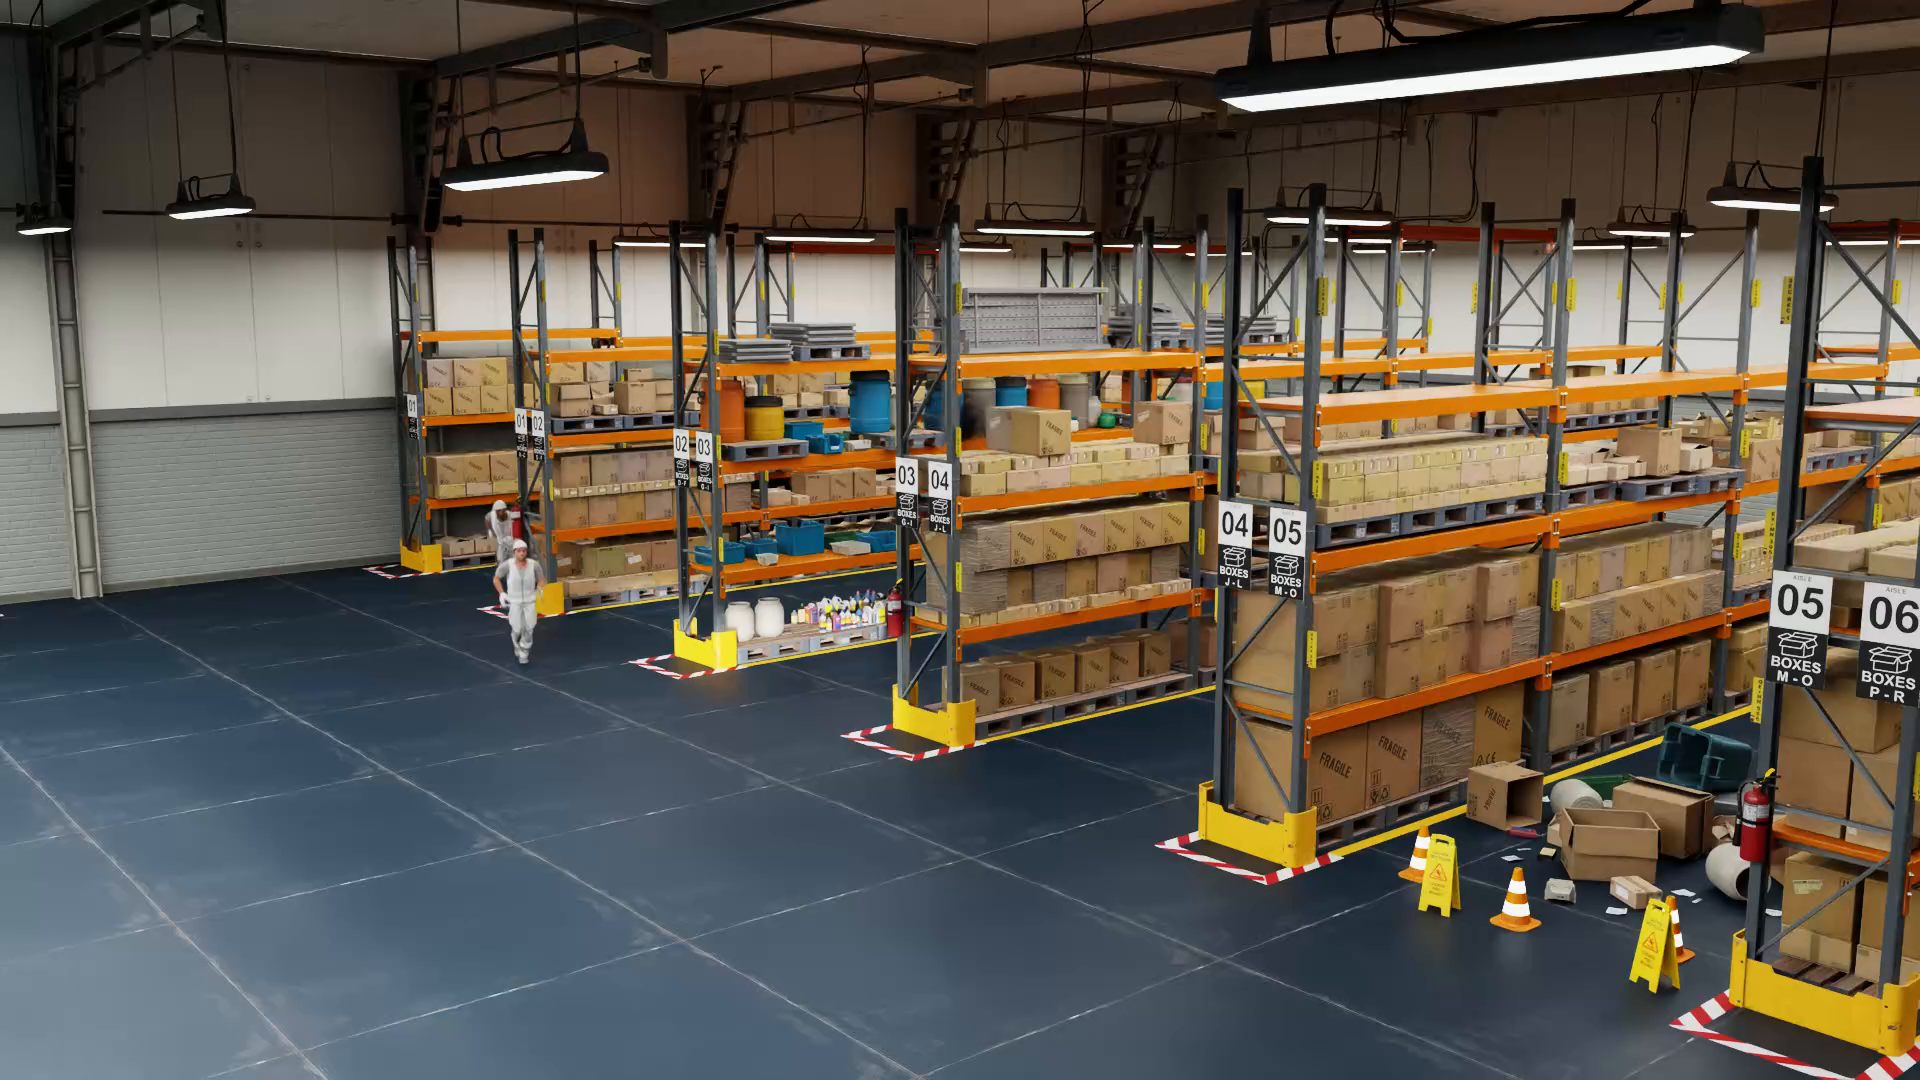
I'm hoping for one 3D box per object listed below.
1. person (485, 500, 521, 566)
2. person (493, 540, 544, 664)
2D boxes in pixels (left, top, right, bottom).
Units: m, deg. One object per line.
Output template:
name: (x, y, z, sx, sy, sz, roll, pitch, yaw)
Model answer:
person: (-7.676, 0.085, 28.040, 0.724, 1.587, 0.818, 2, 9, 10)
person: (-5.981, 0.850, 22.611, 0.663, 1.728, 0.674, -3, 9, -19)
